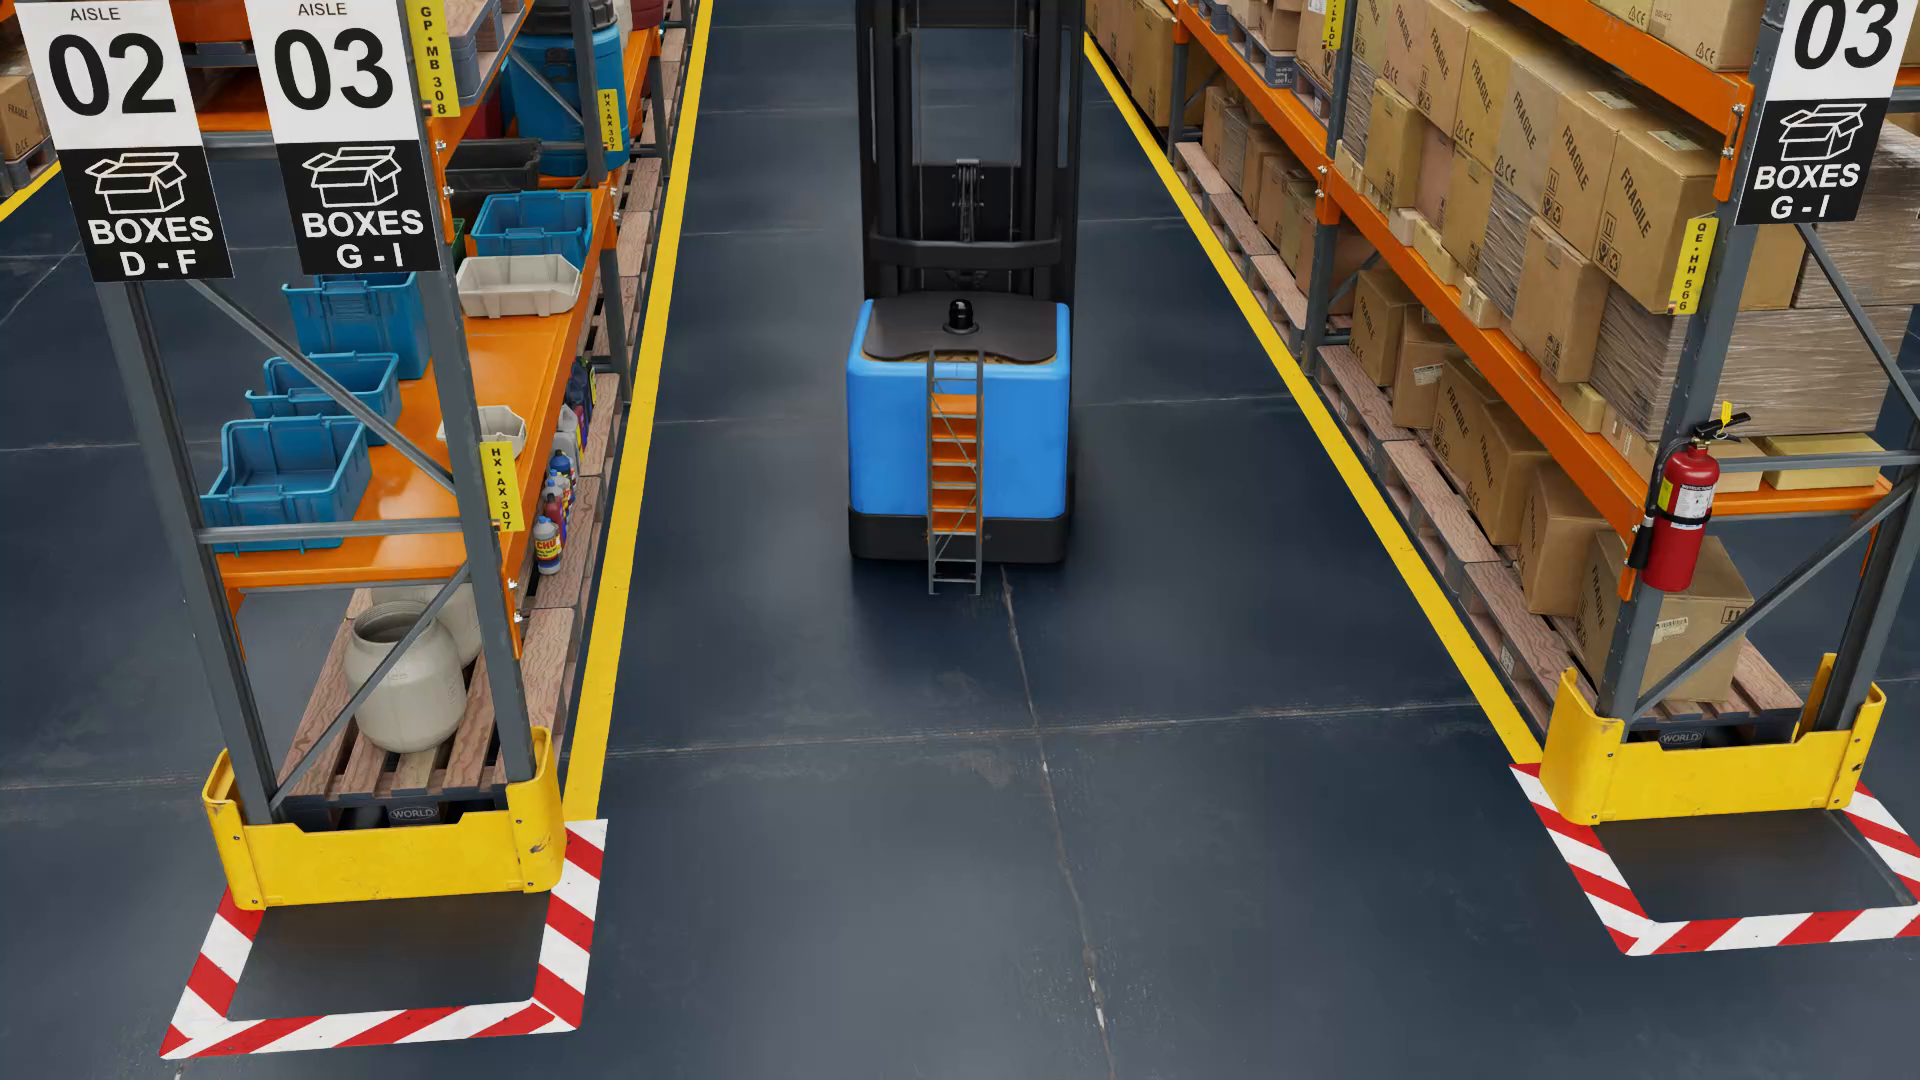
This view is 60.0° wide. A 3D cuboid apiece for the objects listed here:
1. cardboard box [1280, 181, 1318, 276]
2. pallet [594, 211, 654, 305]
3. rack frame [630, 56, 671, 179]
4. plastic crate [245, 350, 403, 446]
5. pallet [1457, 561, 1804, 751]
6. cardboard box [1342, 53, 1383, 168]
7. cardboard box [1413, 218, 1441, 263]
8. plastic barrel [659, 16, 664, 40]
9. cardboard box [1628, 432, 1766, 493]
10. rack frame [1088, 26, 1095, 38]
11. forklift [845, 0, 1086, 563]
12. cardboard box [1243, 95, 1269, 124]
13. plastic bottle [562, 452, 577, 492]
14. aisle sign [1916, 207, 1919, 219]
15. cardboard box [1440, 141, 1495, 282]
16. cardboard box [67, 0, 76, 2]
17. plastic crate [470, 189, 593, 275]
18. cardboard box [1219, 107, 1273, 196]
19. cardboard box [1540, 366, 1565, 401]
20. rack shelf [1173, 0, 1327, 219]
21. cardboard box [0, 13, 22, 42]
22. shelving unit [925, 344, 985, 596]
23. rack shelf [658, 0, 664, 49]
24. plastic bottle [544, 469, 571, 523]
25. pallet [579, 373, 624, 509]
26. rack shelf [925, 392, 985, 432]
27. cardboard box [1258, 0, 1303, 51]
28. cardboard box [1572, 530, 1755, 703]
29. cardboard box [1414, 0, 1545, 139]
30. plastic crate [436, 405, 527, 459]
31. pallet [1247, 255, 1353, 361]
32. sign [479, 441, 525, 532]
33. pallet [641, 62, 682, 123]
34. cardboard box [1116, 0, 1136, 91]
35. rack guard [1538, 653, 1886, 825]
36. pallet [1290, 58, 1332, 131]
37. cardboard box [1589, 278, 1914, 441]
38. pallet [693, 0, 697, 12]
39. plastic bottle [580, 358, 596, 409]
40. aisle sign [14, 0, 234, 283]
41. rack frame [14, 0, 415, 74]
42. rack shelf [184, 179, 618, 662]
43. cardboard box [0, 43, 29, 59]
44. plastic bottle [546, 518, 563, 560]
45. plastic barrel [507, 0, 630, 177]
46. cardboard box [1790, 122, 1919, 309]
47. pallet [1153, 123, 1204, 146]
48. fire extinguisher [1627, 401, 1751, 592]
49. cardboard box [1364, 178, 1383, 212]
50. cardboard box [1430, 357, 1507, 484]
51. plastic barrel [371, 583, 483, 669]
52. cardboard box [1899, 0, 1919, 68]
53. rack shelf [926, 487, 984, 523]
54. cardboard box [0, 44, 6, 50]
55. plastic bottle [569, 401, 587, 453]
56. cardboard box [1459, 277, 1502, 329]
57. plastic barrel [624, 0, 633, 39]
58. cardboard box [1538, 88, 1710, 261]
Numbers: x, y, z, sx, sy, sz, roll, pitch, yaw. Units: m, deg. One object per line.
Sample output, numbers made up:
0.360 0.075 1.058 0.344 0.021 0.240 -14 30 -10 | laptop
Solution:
2.479 -1.980 10.648 0.700 0.500 0.500 -3 31 -5 | cardboard box
-2.620 -1.894 11.216 1.003 0.211 1.213 -3 31 -5 | pallet
-2.764 -4.110 12.206 1.000 3.000 0.127 -3 31 -5 | rack frame
-2.416 -0.535 6.366 0.499 0.251 0.408 -3 31 -5 | plastic crate
2.867 0.479 7.243 1.003 0.211 1.213 -3 31 -5 | pallet
2.521 -2.243 8.693 0.875 0.500 0.500 -3 31 -5 | cardboard box
2.403 -1.436 7.975 0.380 0.149 0.250 -3 31 -5 | cardboard box
-3.104 -5.153 15.589 0.600 0.901 0.708 -3 31 -5 | plastic barrel
2.682 -0.291 6.057 0.380 0.149 0.250 -3 31 -5 | cardboard box
1.793 -6.390 16.023 1.000 3.000 0.127 -3 31 -5 | rack frame
0.062 -1.872 8.526 1.130 2.935 3.031 2 31 3 | forklift
2.319 -3.174 11.917 0.500 0.250 0.500 1 31 1 | cardboard box
-1.946 -0.336 8.187 0.097 0.201 0.097 0 31 0 | plastic bottle
3.219 -1.362 5.070 0.394 0.787 0.004 -3 31 -5 | aisle sign
2.686 -1.479 7.413 0.875 0.500 0.500 -3 31 -5 | cardboard box
-8.267 -4.774 15.326 0.500 0.500 0.500 -4 31 -7 | cardboard box
-2.017 -1.452 7.901 0.499 0.251 0.616 -3 31 -5 | plastic crate
2.314 -2.840 12.088 0.700 0.500 0.500 -5 31 -9 | cardboard box
2.577 -0.672 6.695 0.380 0.149 0.250 -3 31 -5 | cardboard box
2.354 -3.018 11.079 1.077 0.370 4.000 -3 31 -5 | rack shelf
-8.127 -4.330 13.851 0.500 0.250 0.500 -3 31 -6 | cardboard box
-0.021 -0.302 7.585 0.258 1.200 0.189 2 31 3 | shelving unit
-2.951 -4.823 14.100 1.077 0.370 4.000 -3 31 -5 | rack shelf
-1.917 -0.210 7.908 0.097 0.271 0.097 0 31 0 | plastic bottle
-2.369 -0.526 8.925 1.003 0.211 1.213 -3 31 -5 | pallet
-0.021 -0.573 7.423 0.258 0.103 0.180 2 31 3 | rack shelf
2.287 -3.411 10.525 0.797 0.503 0.637 0 31 0 | cardboard box
2.873 0.310 6.834 0.500 0.500 0.500 3 31 5 | cardboard box
2.424 -2.153 7.567 0.500 0.500 0.500 -3 31 -5 | cardboard box
-1.780 -0.385 6.227 0.298 0.136 0.250 -3 31 -5 | plastic crate
2.467 -1.506 10.565 1.003 0.211 1.213 -3 31 -5 | pallet
-1.469 -0.169 5.338 0.100 0.325 0.005 -3 31 -5 | sign
-2.990 -3.935 14.632 1.003 0.211 1.213 -3 31 -5 | pallet
2.048 -4.425 14.395 1.225 0.875 0.875 -3 31 -4 | cardboard box
2.907 0.771 6.471 1.175 0.500 0.348 -3 31 -5 | rack guard
2.614 -2.620 9.899 1.003 0.211 1.213 -3 31 -5 | pallet
2.890 -0.716 6.136 0.875 0.500 0.500 -3 31 -5 | cardboard box
-3.362 -5.953 18.011 1.003 0.211 1.213 -3 31 -5 | pallet
-2.017 -0.861 8.986 0.061 0.283 0.133 -1 31 -2 | plastic bottle
-2.306 -1.091 4.616 0.394 0.787 0.004 -3 31 -5 | aisle sign
-2.017 -2.601 3.830 1.000 3.000 0.127 -3 31 -5 | rack frame
-2.204 -0.738 7.262 1.077 0.370 4.000 -3 31 -5 | rack shelf
-7.551 -3.760 13.629 0.500 0.500 0.500 -3 31 -5 | cardboard box
-1.886 -0.007 7.636 0.097 0.201 0.097 0 31 0 | plastic bottle
-2.125 -2.495 9.013 0.600 0.901 0.708 -3 31 -5 | plastic barrel
3.134 -1.157 5.899 0.500 0.500 0.500 -3 31 -5 | cardboard box
2.168 -3.557 13.999 1.003 0.211 1.213 -3 31 -5 | pallet
2.466 -0.149 5.651 0.296 0.674 0.183 -3 31 -5 | fire extinguisher
2.323 -1.819 8.615 0.380 0.149 0.250 -3 31 -5 | cardboard box
2.736 -0.601 8.359 0.500 0.500 0.500 -5 31 -9 | cardboard box
-2.201 0.274 6.883 0.421 0.512 0.421 0 31 0 | plastic barrel
3.127 -1.745 5.467 0.500 0.250 0.500 -2 31 -3 | cardboard box
-0.021 -0.161 7.669 0.258 0.103 0.180 2 31 3 | rack shelf
-8.065 -3.721 13.563 0.500 0.500 0.500 -4 31 -6 | cardboard box
-1.969 -0.597 8.544 0.061 0.283 0.133 -1 31 -1 | plastic bottle
2.438 -1.052 7.331 0.380 0.149 0.250 -3 31 -5 | cardboard box
-2.455 -3.643 11.315 0.421 0.512 0.421 0 31 0 | plastic barrel
2.565 -1.387 6.284 0.500 0.500 0.500 -3 31 -5 | cardboard box
